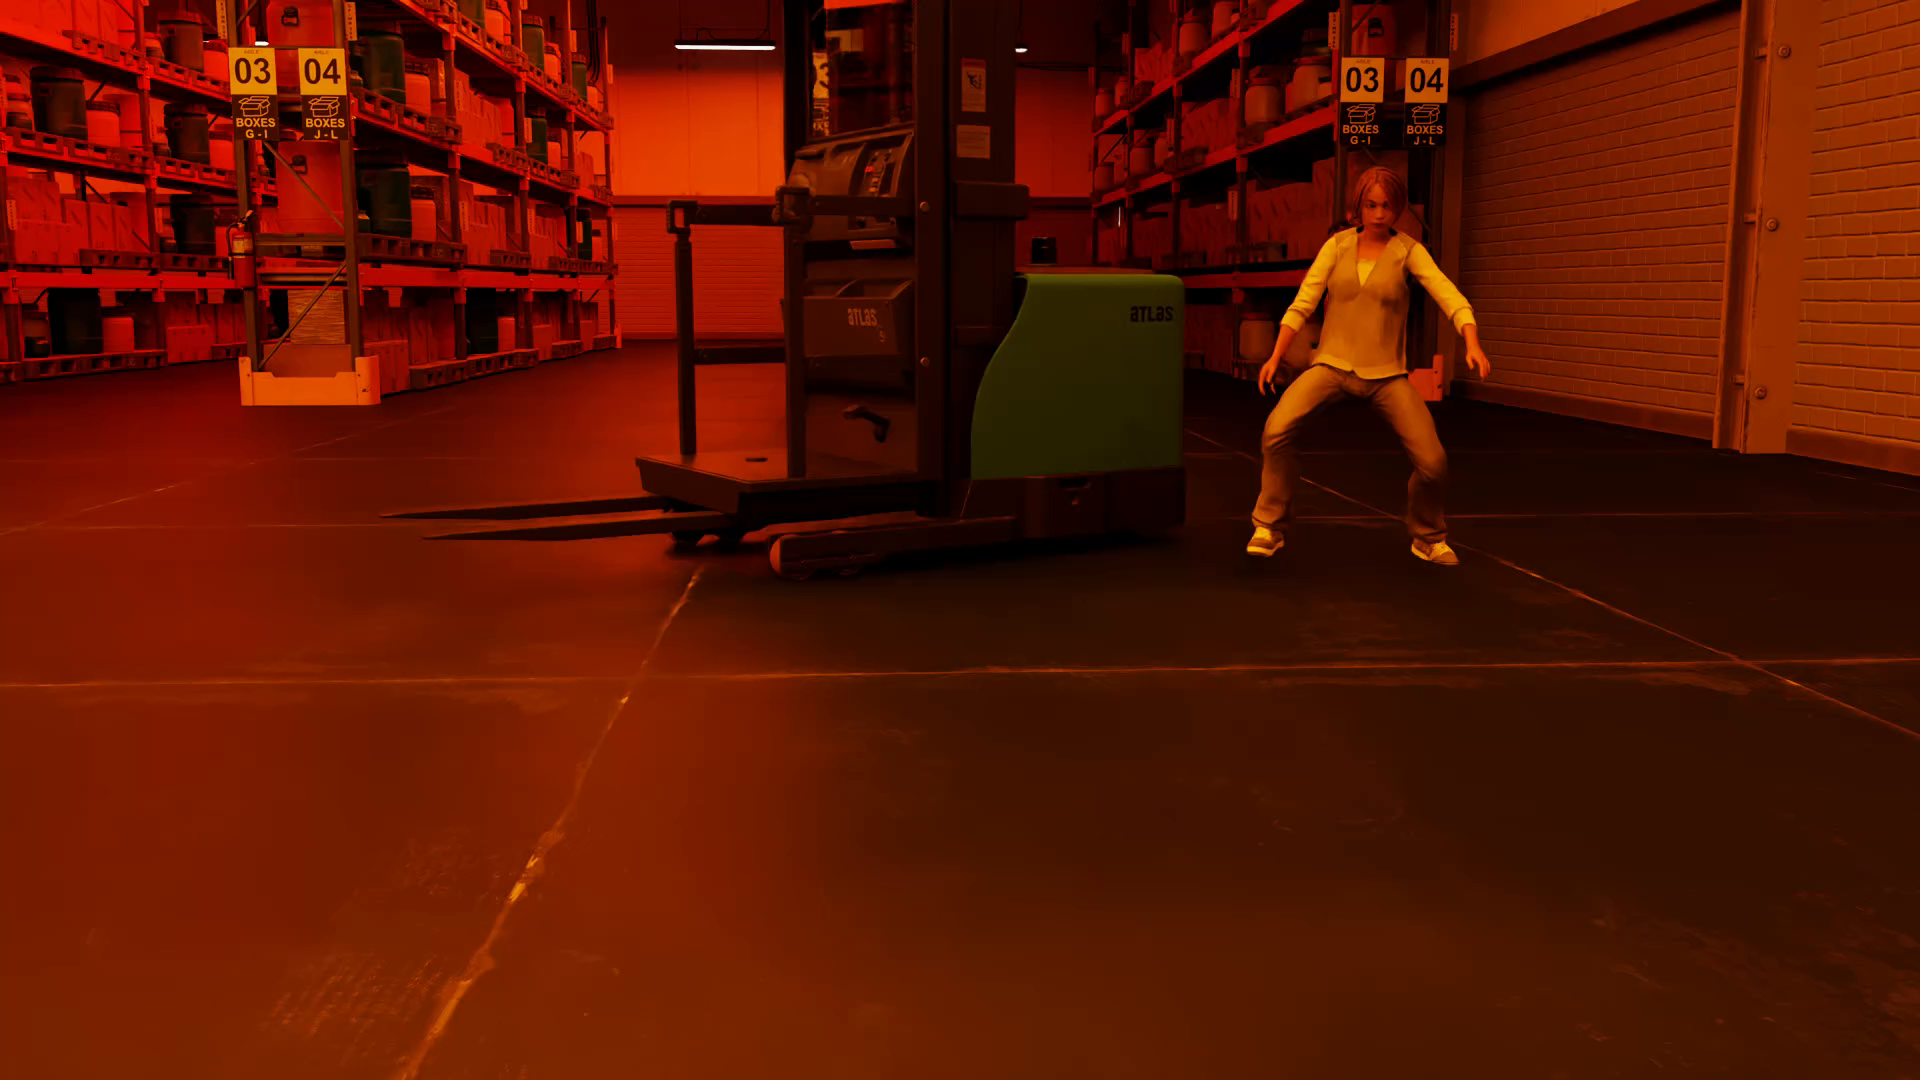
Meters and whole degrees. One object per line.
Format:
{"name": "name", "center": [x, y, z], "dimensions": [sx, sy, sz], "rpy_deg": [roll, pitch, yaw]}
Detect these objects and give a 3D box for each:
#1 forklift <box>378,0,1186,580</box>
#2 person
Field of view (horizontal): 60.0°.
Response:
{"name": "forklift", "center": [-0.606, -1.395, 6.228], "dimensions": [3.031, 2.935, 1.130], "rpy_deg": [-5, 10, -31]}
{"name": "person", "center": [1.517, -0.608, 6.073], "dimensions": [0.821, 1.482, 0.651], "rpy_deg": [3, 9, 21]}
